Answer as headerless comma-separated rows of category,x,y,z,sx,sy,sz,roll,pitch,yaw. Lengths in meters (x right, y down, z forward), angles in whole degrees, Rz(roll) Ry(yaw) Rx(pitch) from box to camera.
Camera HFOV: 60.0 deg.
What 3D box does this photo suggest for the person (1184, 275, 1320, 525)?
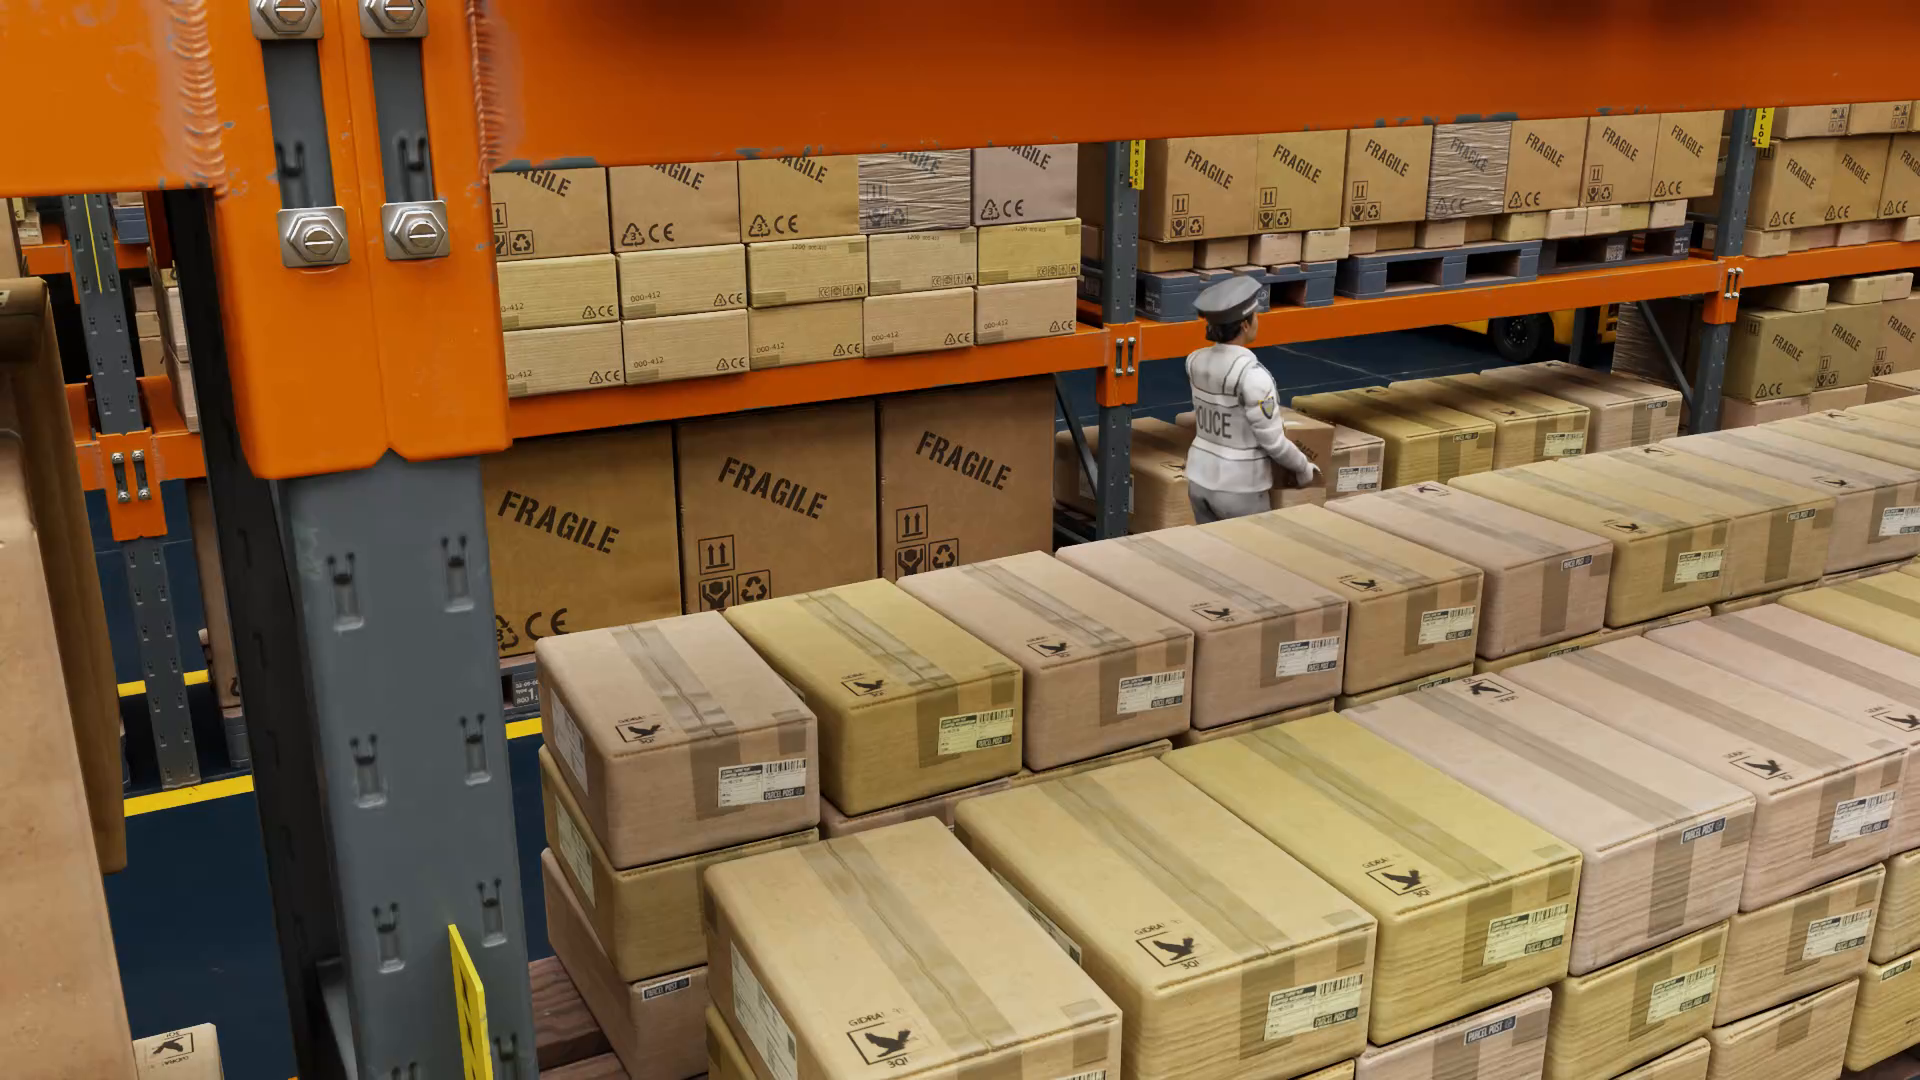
person,1.146,-0.213,6.643,0.517,1.692,0.482,-10,21,-27
